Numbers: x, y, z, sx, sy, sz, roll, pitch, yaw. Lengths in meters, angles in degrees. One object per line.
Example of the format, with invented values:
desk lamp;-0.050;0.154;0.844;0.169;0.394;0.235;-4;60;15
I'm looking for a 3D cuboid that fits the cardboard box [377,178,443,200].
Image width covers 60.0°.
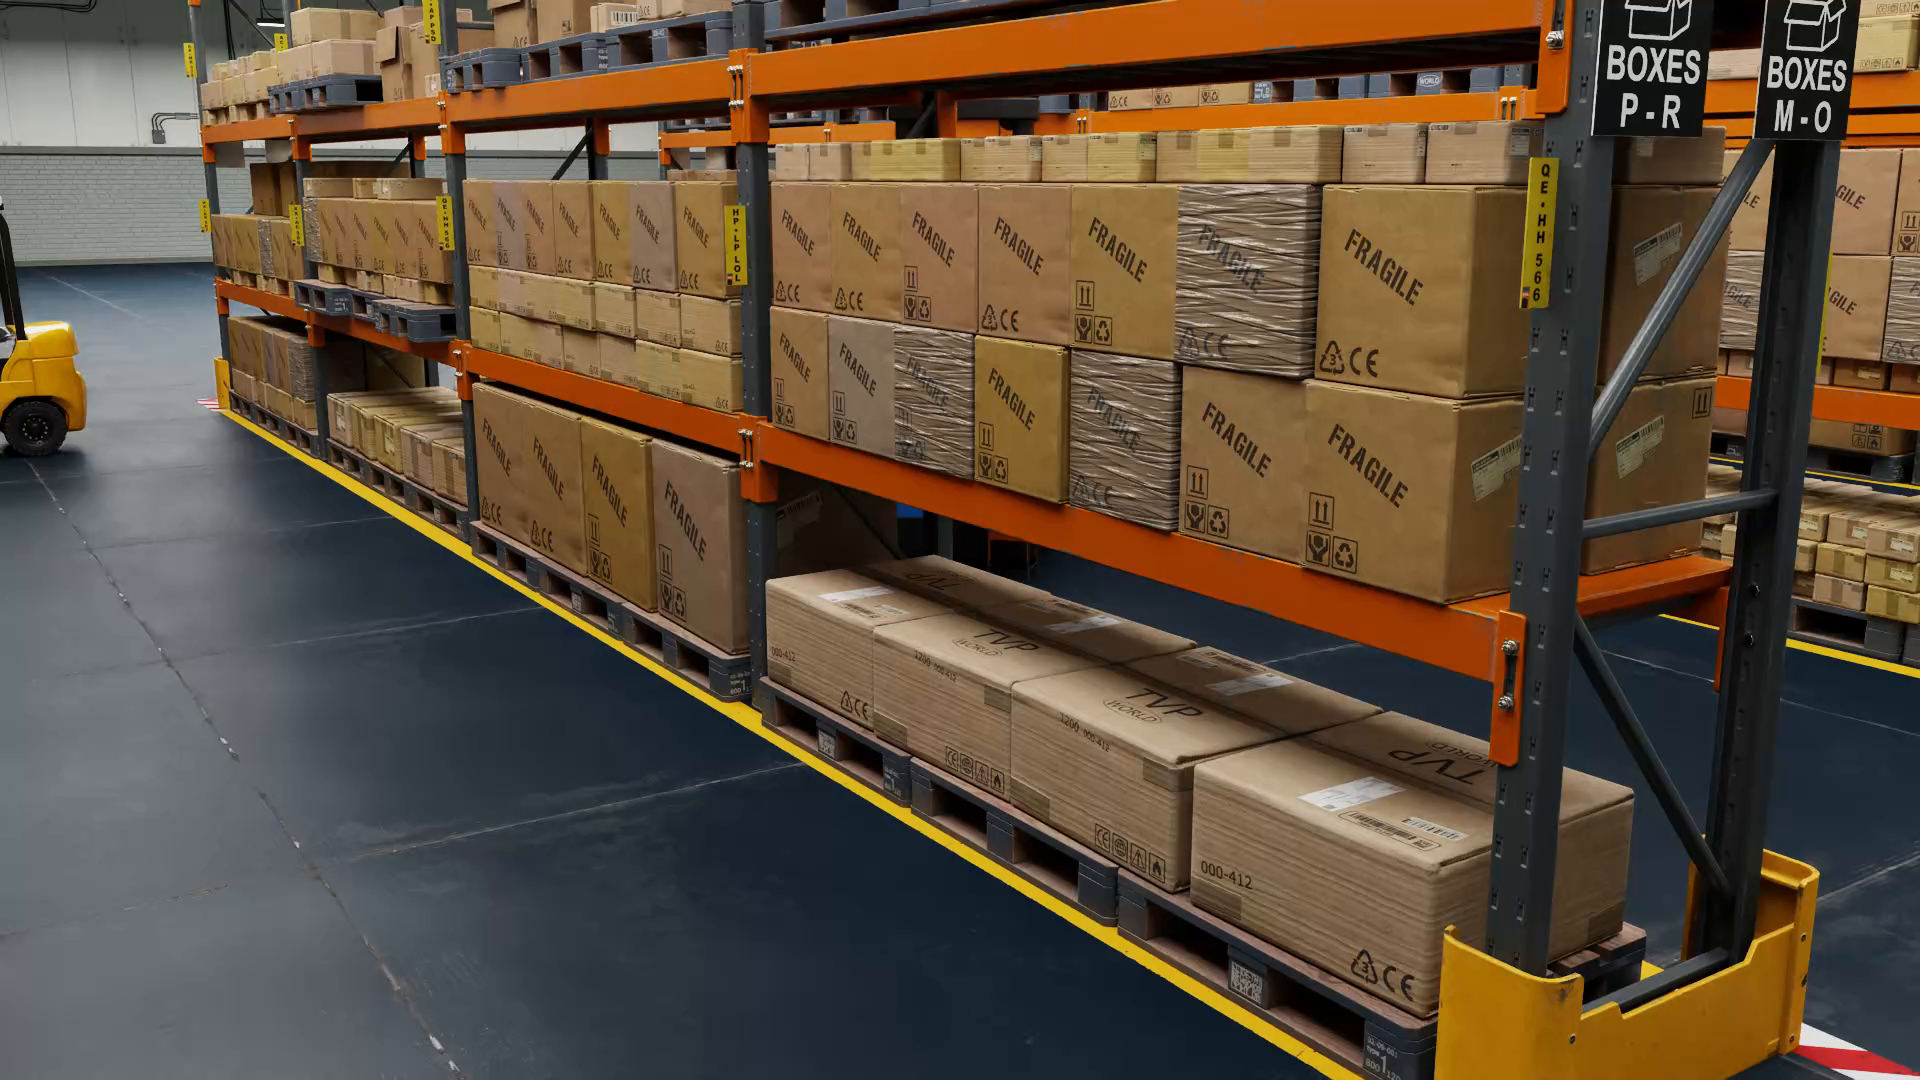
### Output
cardboard box;-3.840;-2.450;11.611;0.380;0.149;0.250;-9;15;-35

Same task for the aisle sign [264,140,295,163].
aisle sign;-6.924;-4.214;17.025;0.394;0.787;0.004;-8;15;-33

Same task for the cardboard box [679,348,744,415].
cardboard box;-0.941;-0.741;7.581;0.500;0.250;0.500;-9;15;-34

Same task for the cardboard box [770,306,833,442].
cardboard box;-0.440;-0.699;6.802;0.500;0.500;0.500;-8;14;-31

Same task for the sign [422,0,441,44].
sign;-3.151;-3.130;9.922;0.100;0.325;0.005;-8;15;-33

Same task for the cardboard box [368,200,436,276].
cardboard box;-3.758;-2.103;11.546;0.500;0.500;0.500;-9;15;-37

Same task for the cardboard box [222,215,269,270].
cardboard box;-6.810;-2.884;16.098;0.500;0.500;0.500;-8;14;-31

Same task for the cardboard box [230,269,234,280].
cardboard box;-7.115;-2.691;16.734;0.380;0.149;0.250;-8;15;-33

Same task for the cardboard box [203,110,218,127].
cardboard box;-7.217;-4.144;16.356;0.380;0.149;0.250;-8;15;-33

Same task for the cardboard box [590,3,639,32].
cardboard box;-1.655;-2.639;8.453;0.380;0.166;0.250;-7;14;-28

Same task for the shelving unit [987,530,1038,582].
shelving unit;0.313;-0.297;9.761;0.252;1.050;0.215;4;13;18

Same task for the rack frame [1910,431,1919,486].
rack frame;7.768;-1.937;12.700;1.000;3.000;0.127;-8;15;-33

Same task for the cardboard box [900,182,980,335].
cardboard box;0.129;-1.005;5.864;0.500;0.500;0.500;-8;15;-32

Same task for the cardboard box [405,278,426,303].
cardboard box;-3.462;-1.667;11.070;0.380;0.149;0.250;-8;15;-33

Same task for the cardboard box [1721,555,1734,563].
cardboard box;4.269;0.148;8.854;0.380;0.149;0.250;-9;15;-34

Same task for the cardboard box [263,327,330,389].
cardboard box;-6.033;-1.670;15.174;0.500;0.500;0.500;-7;14;-30

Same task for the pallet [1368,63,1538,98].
pallet;3.329;-2.864;10.357;1.213;0.211;1.003;-8;15;-33

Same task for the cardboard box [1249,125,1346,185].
cardboard box;0.995;-1.026;4.438;0.380;0.149;0.250;-8;15;-33

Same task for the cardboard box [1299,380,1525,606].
cardboard box;1.246;-0.156;4.322;0.500;0.500;0.500;-8;15;-32

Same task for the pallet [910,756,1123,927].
pallet;0.554;0.959;5.980;1.003;0.211;1.213;-8;15;-33

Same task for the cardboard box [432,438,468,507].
cardboard box;-3.003;-0.499;11.290;0.950;0.372;0.625;-9;15;-37

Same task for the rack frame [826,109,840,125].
rack frame;-0.850;-2.791;16.604;1.000;3.000;0.127;-8;15;-33

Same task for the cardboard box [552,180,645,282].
cardboard box;-1.795;-1.625;8.699;0.500;0.500;0.500;-8;15;-32

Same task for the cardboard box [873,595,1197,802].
cardboard box;0.273;0.566;6.269;0.875;0.438;0.875;-9;15;-34

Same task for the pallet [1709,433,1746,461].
pallet;6.597;-0.921;14.578;1.003;0.211;1.213;-8;15;-33

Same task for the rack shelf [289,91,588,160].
rack shelf;-3.807;-2.946;11.972;1.077;0.370;4.000;-8;15;-33

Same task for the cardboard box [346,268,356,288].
cardboard box;-4.412;-1.997;12.575;0.380;0.149;0.250;-8;15;-32

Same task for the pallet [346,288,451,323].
pallet;-3.829;-1.729;12.198;1.003;0.211;1.213;-8;15;-33

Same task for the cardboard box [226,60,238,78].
cardboard box;-6.493;-4.306;15.233;0.380;0.149;0.250;-8;14;-31

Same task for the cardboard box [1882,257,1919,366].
cardboard box;4.766;-1.082;7.857;0.500;0.500;0.500;-8;15;-33

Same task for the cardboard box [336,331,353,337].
cardboard box;-5.323;-1.646;15.066;0.500;0.500;0.500;-7;14;-30

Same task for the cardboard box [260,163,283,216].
cardboard box;-6.392;-3.425;16.233;0.700;0.500;0.500;-8;15;-32

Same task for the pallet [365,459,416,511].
pallet;-3.802;-0.470;12.515;1.003;0.211;1.213;-8;15;-33

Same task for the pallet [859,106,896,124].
pallet;-0.301;-4.006;15.585;0.805;0.209;1.217;-9;15;-35

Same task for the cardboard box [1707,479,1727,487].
cardboard box;4.049;-0.247;9.267;0.380;0.149;0.250;-9;15;-34

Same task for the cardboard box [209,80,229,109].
cardboard box;-6.803;-4.224;15.791;0.500;0.250;0.500;-8;15;-34

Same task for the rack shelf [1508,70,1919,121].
rack shelf;4.691;-2.127;8.228;1.077;0.370;4.000;-8;15;-33

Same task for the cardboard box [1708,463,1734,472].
cardboard box;4.315;-0.355;9.761;0.380;0.149;0.250;-8;15;-33

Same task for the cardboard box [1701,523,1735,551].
cardboard box;4.177;-0.050;9.064;0.380;0.149;0.250;-7;14;-30

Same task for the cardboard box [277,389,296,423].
cardboard box;-5.769;-1.216;14.854;0.500;0.250;0.500;-9;15;-34

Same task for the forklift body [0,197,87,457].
forklift body;-8.692;-1.775;13.942;2.313;2.155;1.214;-8;15;-33

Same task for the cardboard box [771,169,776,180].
cardboard box;-1.427;-3.546;17.176;0.875;0.550;0.550;-8;15;-33

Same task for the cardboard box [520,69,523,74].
cardboard box;-2.873;-2.997;10.839;0.396;0.266;0.258;-8;15;-33

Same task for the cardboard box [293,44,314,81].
cardboard box;-4.643;-3.543;12.389;0.500;0.250;0.500;-8;15;-34

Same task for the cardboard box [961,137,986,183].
cardboard box;0.226;-1.311;5.741;0.380;0.149;0.250;-8;15;-33

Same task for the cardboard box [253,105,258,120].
cardboard box;-6.121;-3.836;14.949;0.380;0.149;0.250;-8;15;-33

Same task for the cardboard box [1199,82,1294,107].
cardboard box;2.025;-3.285;11.605;0.500;0.500;0.500;-8;15;-33

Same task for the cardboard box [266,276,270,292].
cardboard box;-6.029;-2.315;15.014;0.380;0.149;0.250;-8;15;-34

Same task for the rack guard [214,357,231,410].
rack guard;-7.089;-1.664;17.301;1.175;0.500;0.348;-8;15;-33

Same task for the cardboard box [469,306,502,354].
cardboard box;-2.637;-1.286;10.071;0.500;0.250;0.500;-8;15;-34

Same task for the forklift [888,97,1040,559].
forklift;0.089;-1.577;11.212;1.130;2.935;3.031;1;12;6

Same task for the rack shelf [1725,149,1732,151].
rack shelf;10.476;-6.002;25.948;1.077;0.370;4.000;-8;15;-33

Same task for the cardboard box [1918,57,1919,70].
cardboard box;4.774;-2.278;7.589;0.500;0.250;0.500;-7;14;-30

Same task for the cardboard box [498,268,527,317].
cardboard box;-2.338;-1.435;9.585;0.500;0.250;0.500;-8;15;-31

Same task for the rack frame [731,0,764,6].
rack frame;-0.482;-3.695;6.695;1.000;3.000;0.127;-8;15;-33
